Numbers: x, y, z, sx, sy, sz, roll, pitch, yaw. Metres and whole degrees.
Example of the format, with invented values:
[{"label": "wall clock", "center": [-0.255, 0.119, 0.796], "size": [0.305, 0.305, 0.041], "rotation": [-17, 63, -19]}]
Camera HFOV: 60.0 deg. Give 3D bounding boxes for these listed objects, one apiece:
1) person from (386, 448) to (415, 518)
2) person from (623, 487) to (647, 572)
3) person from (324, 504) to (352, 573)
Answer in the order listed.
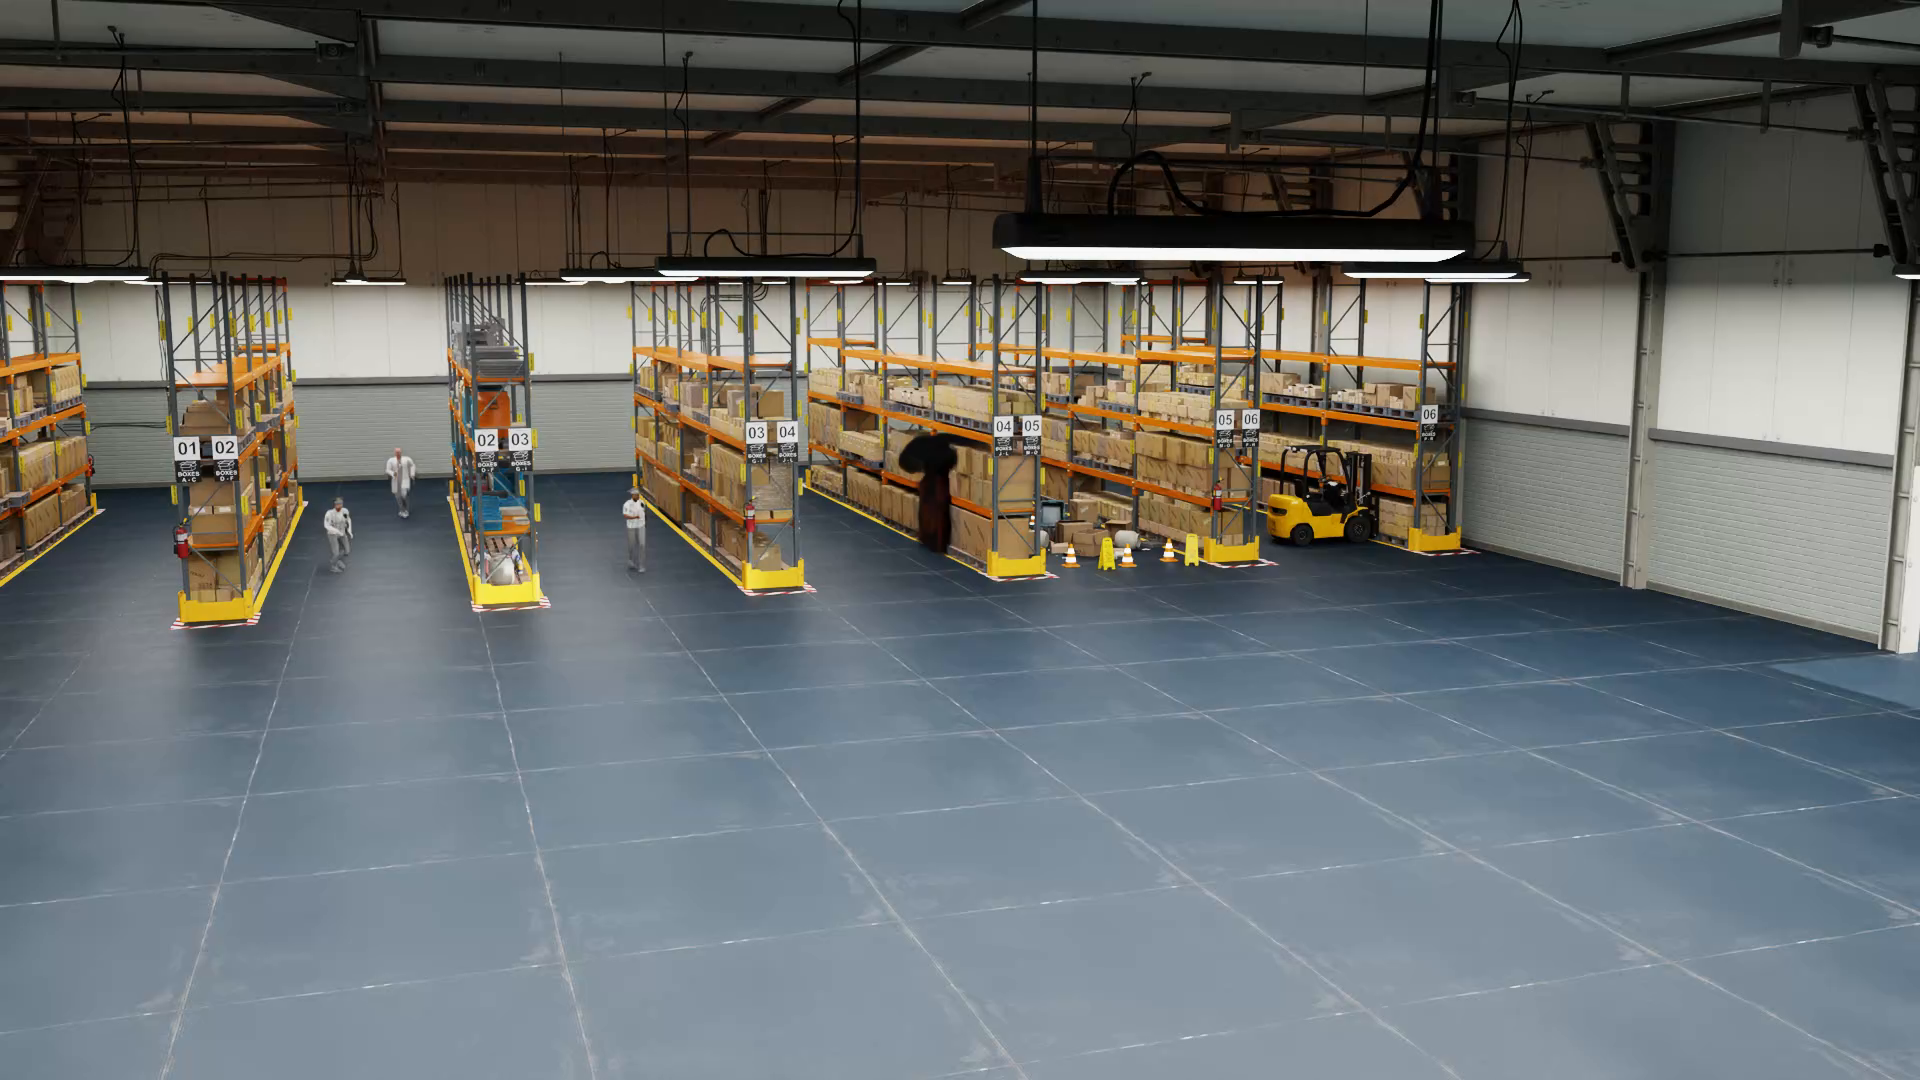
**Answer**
[{"label": "person", "center": [-14.028, -1.429, 41.689], "size": [0.657, 1.780, 0.850], "rotation": [-2, 9, -10]}, {"label": "person", "center": [-6.634, -0.224, 33.983], "size": [0.518, 1.746, 0.849], "rotation": [-4, 9, -23]}, {"label": "person", "center": [-12.601, -0.099, 33.667], "size": [0.714, 1.543, 0.598], "rotation": [8, 12, 43]}]
